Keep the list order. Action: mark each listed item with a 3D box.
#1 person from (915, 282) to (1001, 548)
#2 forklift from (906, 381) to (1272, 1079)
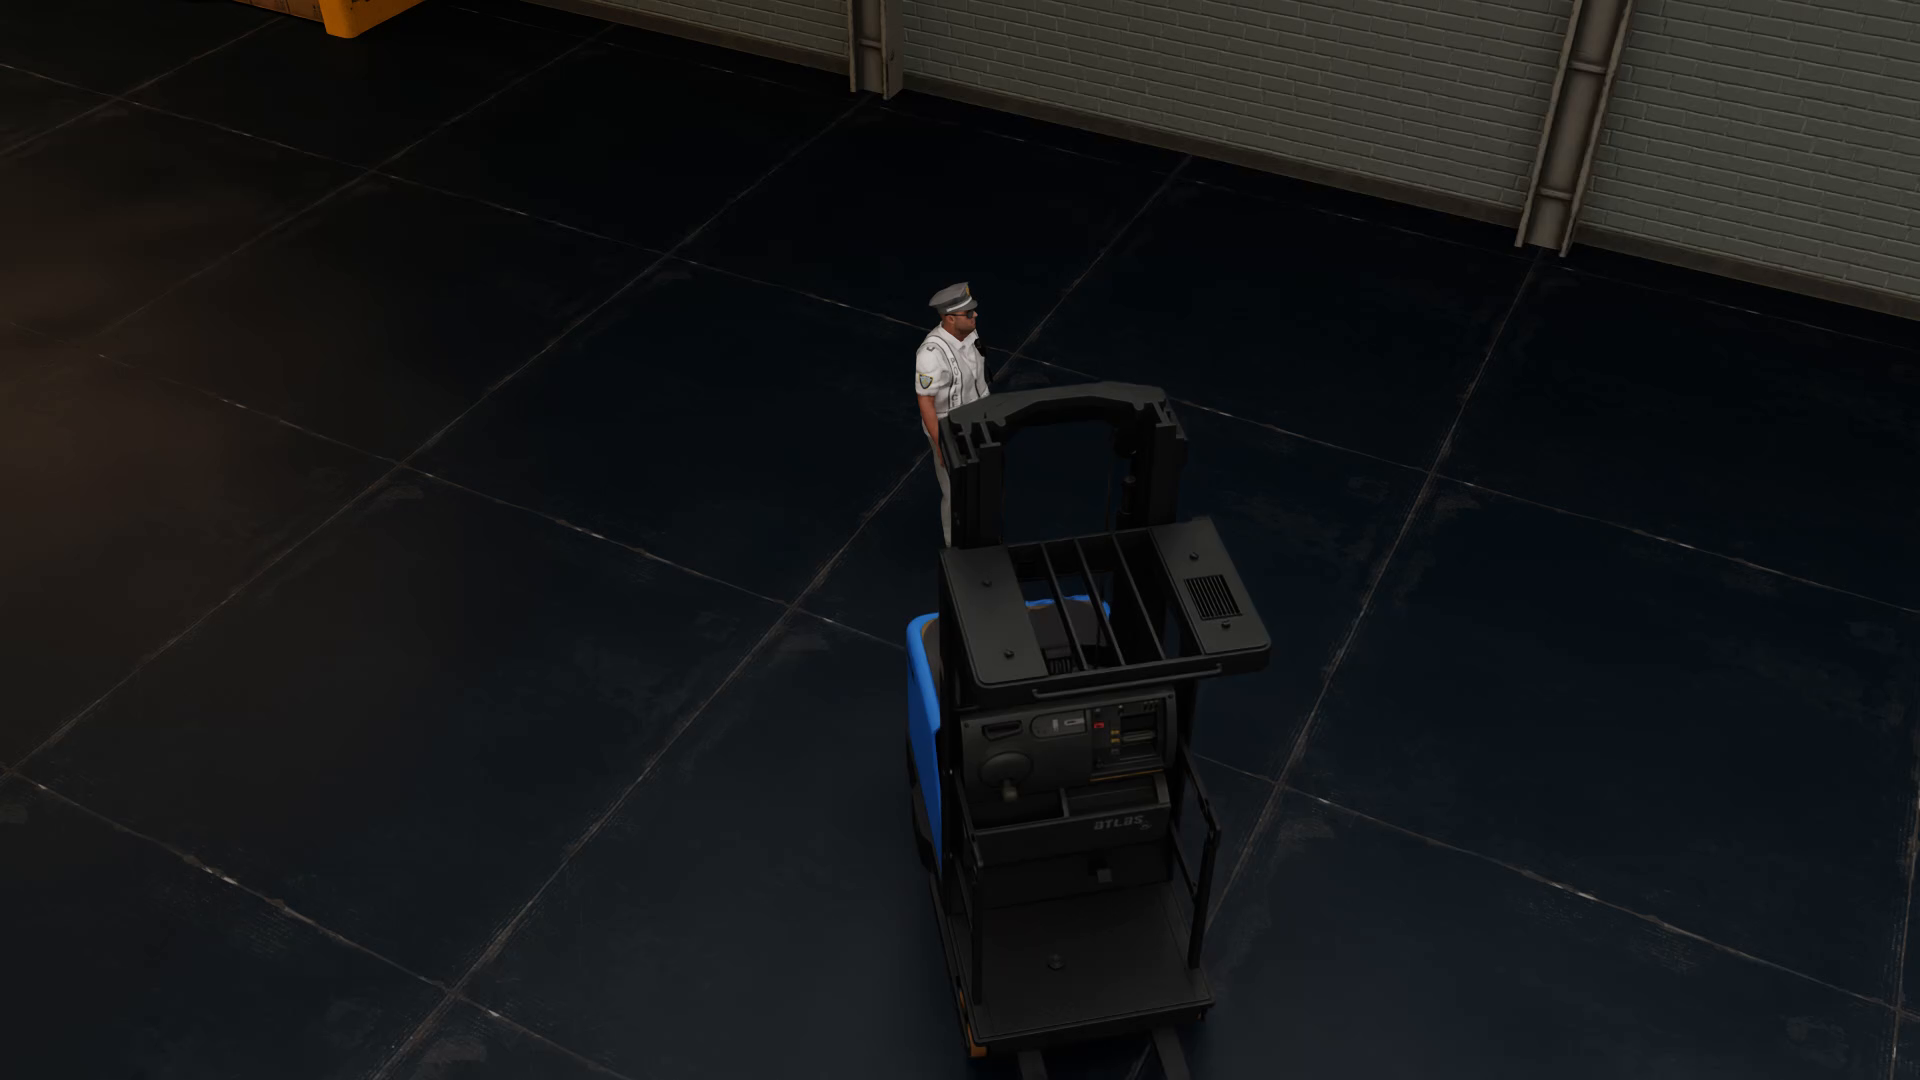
[{"bbox_3d":[0.063,-0.657,9.648,0.575,1.781,0.640,18,43,21],"label":"person"},{"bbox_3d":[0.506,0.946,6.864,1.130,2.935,3.031,-7,41,-8],"label":"forklift"}]
